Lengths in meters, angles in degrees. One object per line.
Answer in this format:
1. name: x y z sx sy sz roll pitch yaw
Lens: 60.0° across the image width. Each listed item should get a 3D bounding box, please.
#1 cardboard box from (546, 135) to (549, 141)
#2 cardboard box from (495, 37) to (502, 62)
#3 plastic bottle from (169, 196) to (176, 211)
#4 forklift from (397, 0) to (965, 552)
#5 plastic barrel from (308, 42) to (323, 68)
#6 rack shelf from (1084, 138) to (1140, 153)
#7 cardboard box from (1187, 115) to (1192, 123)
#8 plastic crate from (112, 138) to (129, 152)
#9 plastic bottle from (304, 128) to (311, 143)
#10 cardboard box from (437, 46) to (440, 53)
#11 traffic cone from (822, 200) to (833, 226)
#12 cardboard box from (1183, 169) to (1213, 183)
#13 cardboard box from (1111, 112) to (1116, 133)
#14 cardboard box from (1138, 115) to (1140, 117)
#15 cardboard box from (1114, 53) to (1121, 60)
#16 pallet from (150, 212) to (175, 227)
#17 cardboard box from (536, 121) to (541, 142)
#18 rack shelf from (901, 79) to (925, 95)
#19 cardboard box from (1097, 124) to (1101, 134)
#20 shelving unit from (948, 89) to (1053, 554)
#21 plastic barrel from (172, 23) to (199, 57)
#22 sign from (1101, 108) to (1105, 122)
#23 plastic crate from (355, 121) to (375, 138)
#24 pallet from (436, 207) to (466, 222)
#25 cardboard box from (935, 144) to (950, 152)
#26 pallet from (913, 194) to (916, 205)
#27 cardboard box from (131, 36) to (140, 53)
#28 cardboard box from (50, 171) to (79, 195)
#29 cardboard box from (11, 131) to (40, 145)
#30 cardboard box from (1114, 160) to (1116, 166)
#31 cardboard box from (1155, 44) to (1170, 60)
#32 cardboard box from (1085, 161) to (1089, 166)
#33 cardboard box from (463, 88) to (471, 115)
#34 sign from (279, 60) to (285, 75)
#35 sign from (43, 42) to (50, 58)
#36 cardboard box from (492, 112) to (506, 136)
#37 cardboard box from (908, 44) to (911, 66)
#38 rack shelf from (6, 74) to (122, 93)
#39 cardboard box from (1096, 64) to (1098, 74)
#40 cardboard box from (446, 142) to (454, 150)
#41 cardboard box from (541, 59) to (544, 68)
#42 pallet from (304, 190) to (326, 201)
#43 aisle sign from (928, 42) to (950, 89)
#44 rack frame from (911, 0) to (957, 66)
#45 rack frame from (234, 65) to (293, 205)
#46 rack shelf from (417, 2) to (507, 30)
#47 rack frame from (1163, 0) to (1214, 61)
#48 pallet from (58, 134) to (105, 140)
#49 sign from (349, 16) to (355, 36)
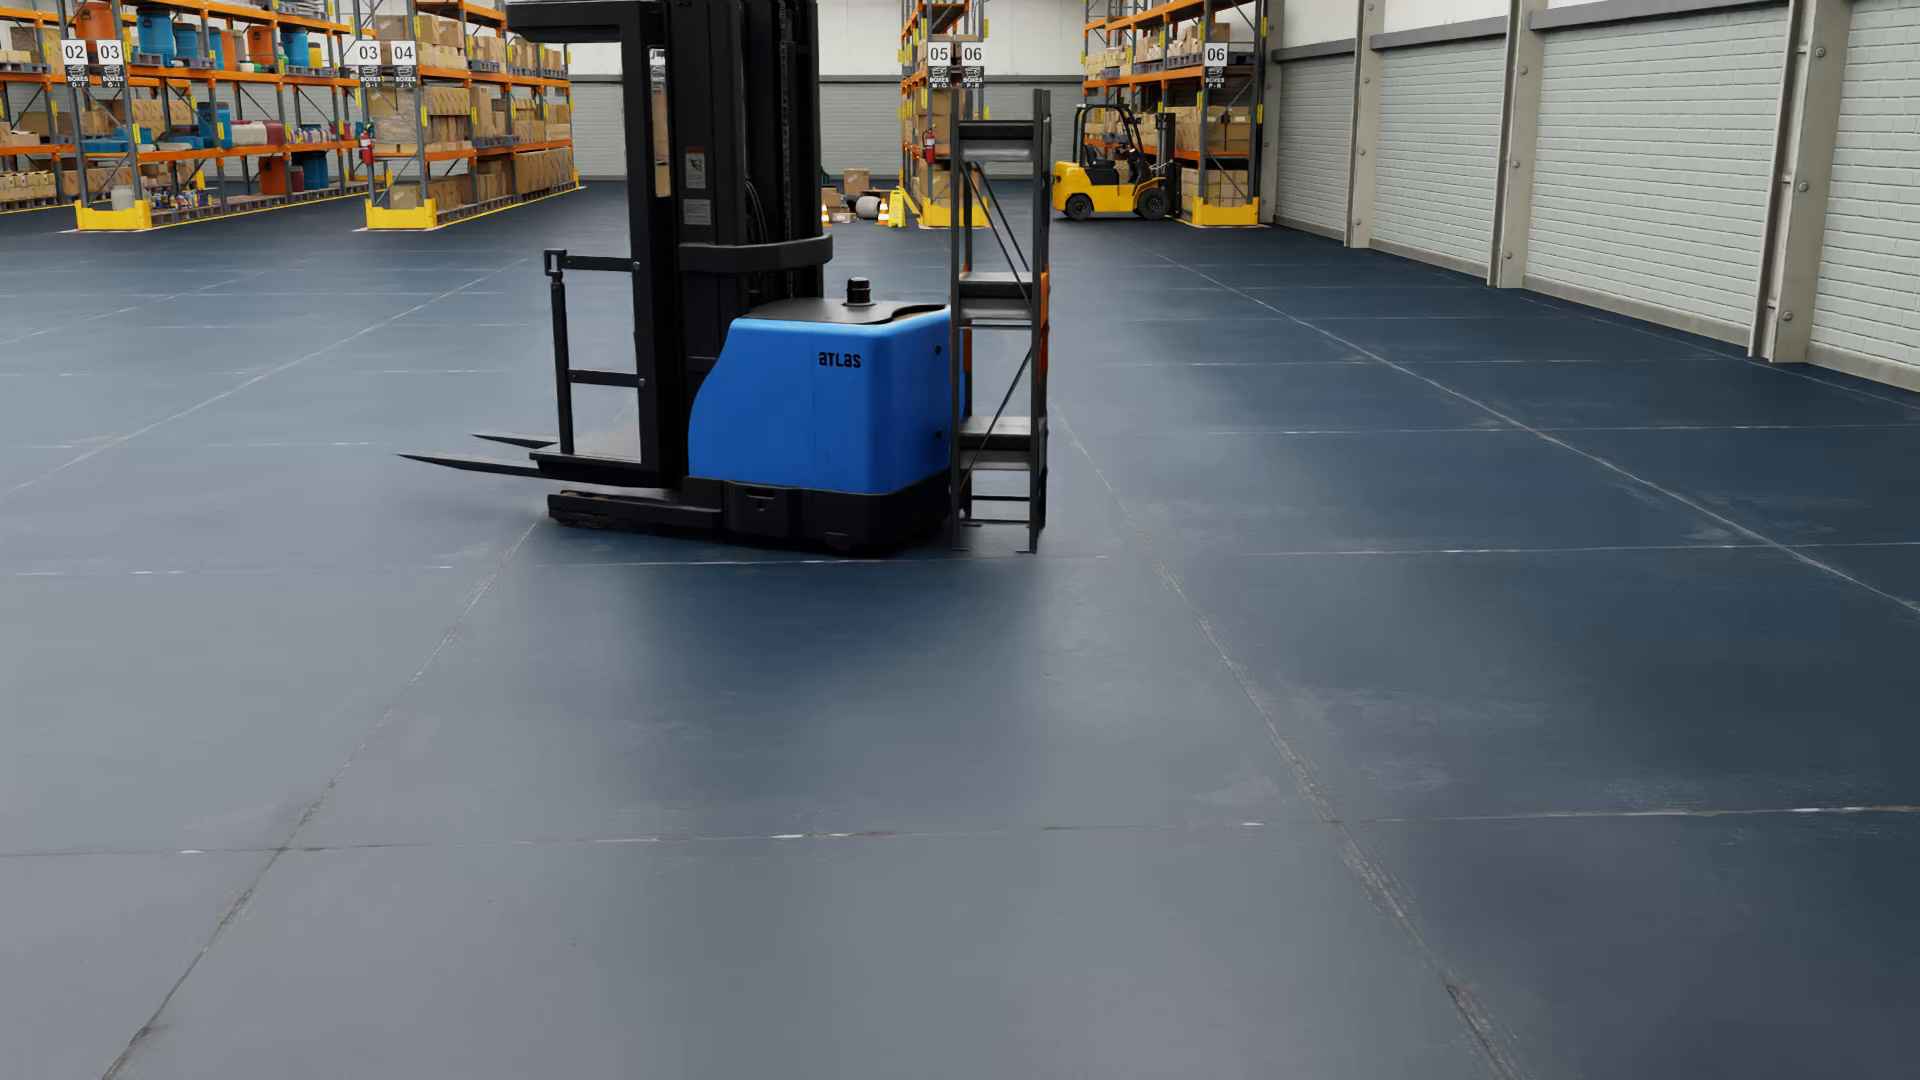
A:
1. cardboard box: -10.404 -9.969 41.256 0.380 0.149 0.250 -1 14 -3
2. cardboard box: -10.148 -10.518 35.663 0.500 0.500 0.500 -1 14 -4
3. plastic bottle: -14.719 -6.298 31.079 0.097 0.271 0.097 0 14 0
4. forklift: -1.504 -1.587 8.311 3.031 2.935 1.130 6 16 23
5. plastic barrel: -15.402 -11.459 39.302 0.600 0.588 0.600 0 14 0
6. rack shelf: 4.003 -10.391 43.838 1.077 0.370 4.000 -1 14 -3
7. cardboard box: 4.502 -7.959 31.436 0.380 0.149 0.250 -1 14 -5
8. plastic crate: -15.282 -7.160 30.135 0.499 0.251 0.408 -1 14 -3
9. plastic bottle: -15.209 -9.414 38.694 0.144 0.351 0.185 -1 14 -3
10. cardboard box: -9.898 -9.123 30.945 0.380 0.149 0.250 -1 14 -5
11. traffic cone: -2.484 -5.937 30.173 0.336 0.463 0.334 -1 14 -3
12. cardboard box: 4.493 -6.851 31.301 0.500 0.250 0.500 -1 14 -2
13. cardboard box: 4.015 -10.046 40.010 0.700 0.500 0.500 -1 14 -4
14. cardboard box: 4.160 -9.397 37.025 0.380 0.149 0.250 0 14 -2
15. cardboard box: 3.862 -11.506 39.570 0.380 0.149 0.250 -1 14 -3
16. pallet: -15.014 -5.821 30.226 1.003 0.211 1.213 -1 14 -3
17. cardboard box: -10.392 -9.825 39.992 0.500 0.500 0.500 0 14 -2
18. rack shelf: -0.951 -11.767 43.162 1.077 0.370 4.000 -1 14 -3
19. cardboard box: 3.806 -10.561 42.757 0.500 0.250 0.500 -1 14 -3
20. shelving unit: 0.191 -1.021 7.780 0.431 2.100 0.503 2 15 7
21. plastic barrel: -15.414 -9.764 32.931 0.600 0.901 0.708 -1 14 -3
22. sign: 3.586 -10.651 41.667 0.100 0.325 0.005 -1 14 -3
23. plastic crate: -15.702 -10.896 44.164 0.616 0.435 0.499 -1 14 -3
24. pallet: -10.066 -6.201 31.704 1.003 0.211 1.213 -1 14 -3
25. cardboard box: -0.320 -7.149 30.294 0.380 0.149 0.250 0 14 -2
26. pallet: -0.532 -7.625 37.239 1.003 0.211 1.213 -1 14 -3
27. cardboard box: -20.563 -12.092 40.777 0.700 0.500 0.500 -1 14 -3
28. cardboard box: -20.100 -7.985 37.175 0.500 0.500 0.500 0 14 -1
29. cardboard box: -20.378 -8.731 36.119 0.500 0.311 0.500 0 14 0
30. cardboard box: 4.006 -9.325 41.120 0.380 0.149 0.250 -2 15 -6
31. cardboard box: 4.335 -10.090 34.340 0.500 0.311 0.500 -1 14 -5
32. cardboard box: 3.823 -10.078 45.343 0.797 0.503 0.637 -1 15 -6
33. cardboard box: -9.919 -8.591 32.593 0.500 0.500 0.500 -1 14 -3
34. sign: -14.865 -10.353 36.434 0.100 0.325 0.005 -1 14 -3
35. sign: -19.803 -10.613 36.039 0.100 0.325 0.005 -1 14 -3
36. cardboard box: -10.262 -8.998 35.934 0.700 0.500 0.500 1 14 5
37. cardboard box: -0.830 -11.118 38.154 0.700 0.500 0.500 -2 15 -6
38. rack shelf: -20.481 -10.467 38.111 1.077 0.370 4.000 -1 14 -3
39. cardboard box: 3.785 -12.139 42.872 0.500 0.250 0.500 -1 14 -2
40. cardboard box: -9.837 -7.478 31.576 0.380 0.149 0.250 -1 14 -3
41. cardboard box: -10.855 -12.092 41.741 0.700 0.500 0.500 0 14 -1
42. pallet: -15.576 -8.088 39.039 1.003 0.211 1.213 -1 14 -3
43. aisle sign: -0.369 -8.420 29.513 0.394 0.787 0.004 -1 14 -3
44. rack frame: -0.579 -12.075 36.899 1.000 3.000 0.127 -1 14 -3
45. rack frame: -15.413 -8.941 36.755 1.000 3.000 0.127 -1 14 -3
46. rack shelf: -10.346 -10.883 34.511 1.077 0.370 4.000 -1 14 -3
47. rack frame: 4.623 -11.158 33.335 1.000 3.000 0.127 -1 14 -3
48. pallet: -20.482 -9.256 38.365 1.003 0.211 1.213 -1 14 -3
49. sign: -10.529 -8.905 28.822 0.100 0.325 0.005 -1 14 -3
